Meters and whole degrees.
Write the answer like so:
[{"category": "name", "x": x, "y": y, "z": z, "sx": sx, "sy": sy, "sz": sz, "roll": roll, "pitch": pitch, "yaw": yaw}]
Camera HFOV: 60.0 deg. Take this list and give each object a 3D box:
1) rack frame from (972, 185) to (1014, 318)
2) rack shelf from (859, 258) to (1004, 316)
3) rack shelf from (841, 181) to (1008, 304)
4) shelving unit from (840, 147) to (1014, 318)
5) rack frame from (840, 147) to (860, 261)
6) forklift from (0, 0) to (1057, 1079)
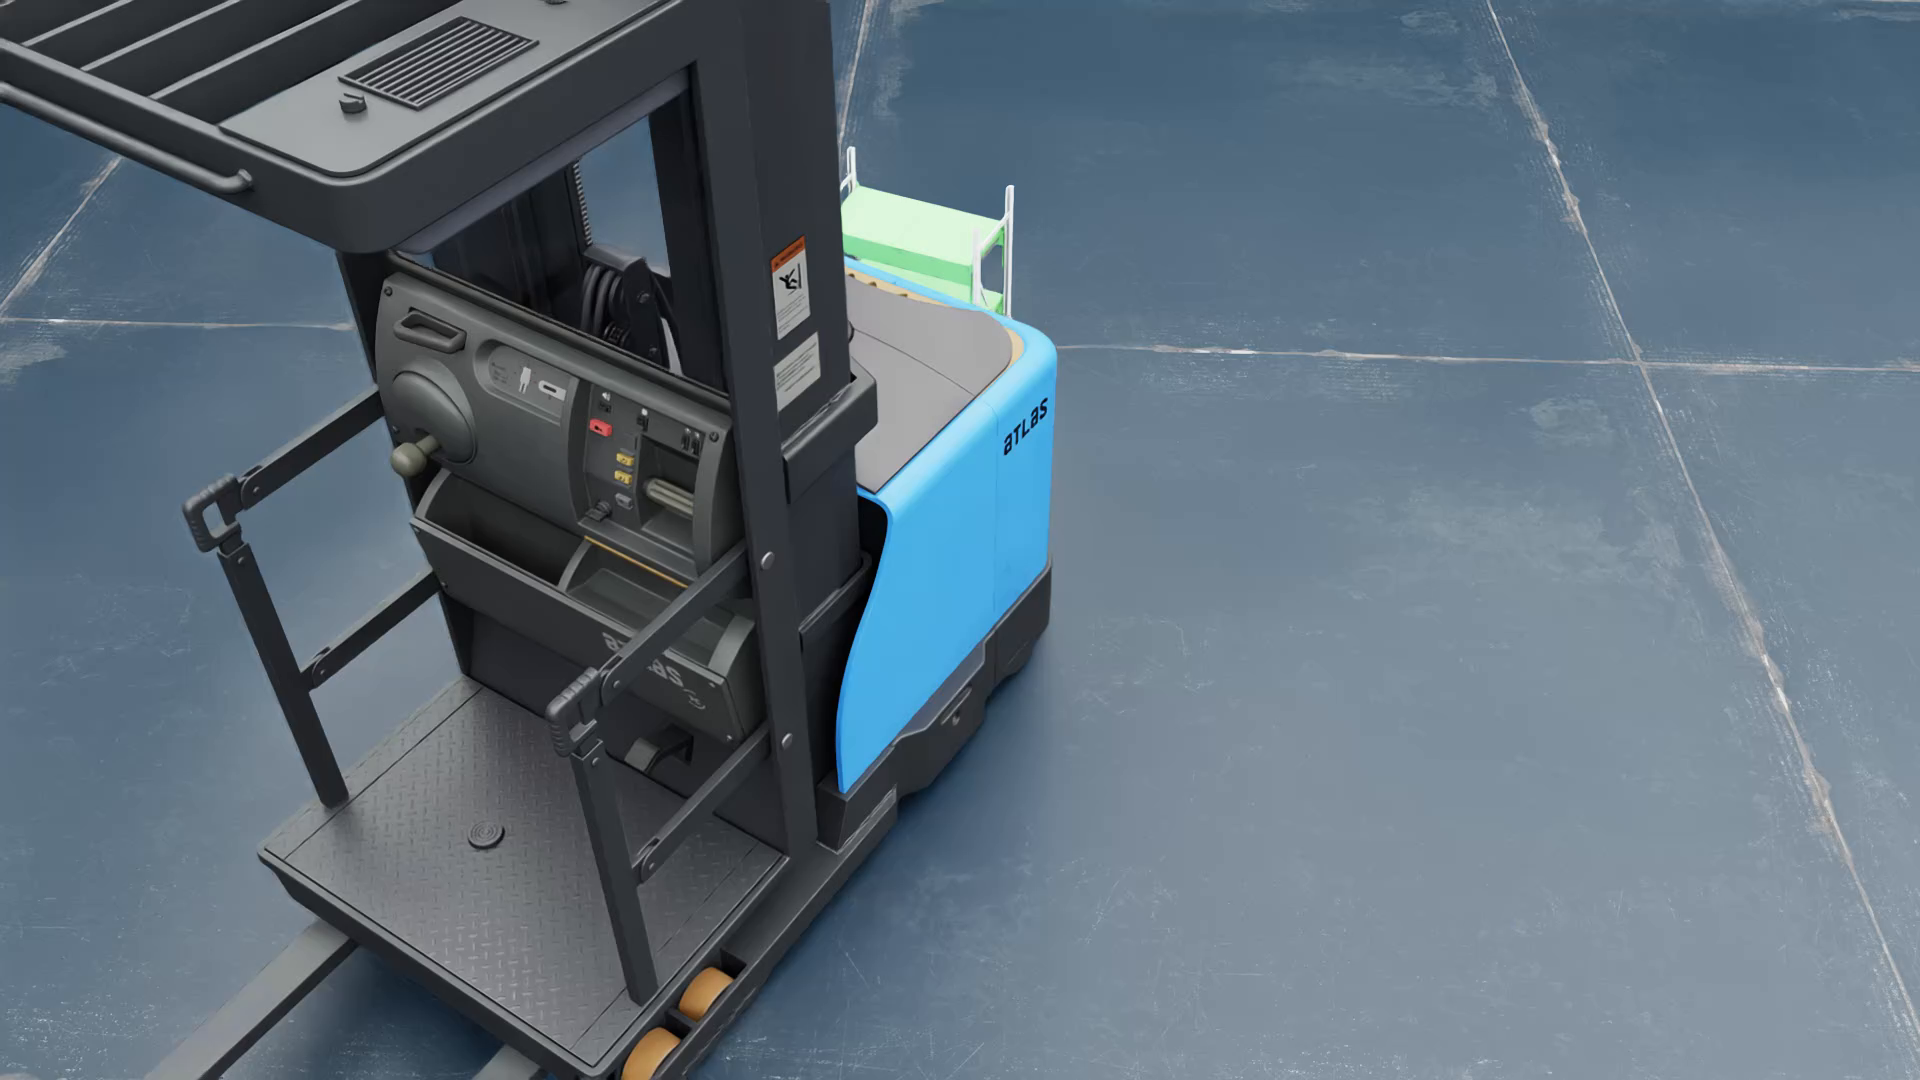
[{"category": "rack frame", "x": 0.090, "y": -0.451, "z": 4.854, "sx": 0.015, "sy": 1.200, "sz": 0.240, "roll": 18, "pitch": 46, "yaw": 18}, {"category": "rack shelf", "x": -0.132, "y": -0.650, "z": 4.809, "sx": 0.480, "sy": 0.148, "sz": 0.258, "roll": 18, "pitch": 46, "yaw": 18}, {"category": "rack shelf", "x": -0.132, "y": -0.826, "z": 4.646, "sx": 0.480, "sy": 0.148, "sz": 0.258, "roll": 18, "pitch": 46, "yaw": 18}, {"category": "shelving unit", "x": -0.132, "y": -0.521, "z": 4.929, "sx": 0.503, "sy": 1.200, "sz": 0.258, "roll": 18, "pitch": 46, "yaw": 18}, {"category": "rack frame", "x": -0.353, "y": -0.591, "z": 5.005, "sx": 0.015, "sy": 1.200, "sz": 0.240, "roll": 18, "pitch": 46, "yaw": 18}, {"category": "forklift", "x": -0.963, "y": -0.147, "z": 3.257, "sx": 1.130, "sy": 2.935, "sz": 3.031, "roll": 24, "pitch": 48, "yaw": 24}]
